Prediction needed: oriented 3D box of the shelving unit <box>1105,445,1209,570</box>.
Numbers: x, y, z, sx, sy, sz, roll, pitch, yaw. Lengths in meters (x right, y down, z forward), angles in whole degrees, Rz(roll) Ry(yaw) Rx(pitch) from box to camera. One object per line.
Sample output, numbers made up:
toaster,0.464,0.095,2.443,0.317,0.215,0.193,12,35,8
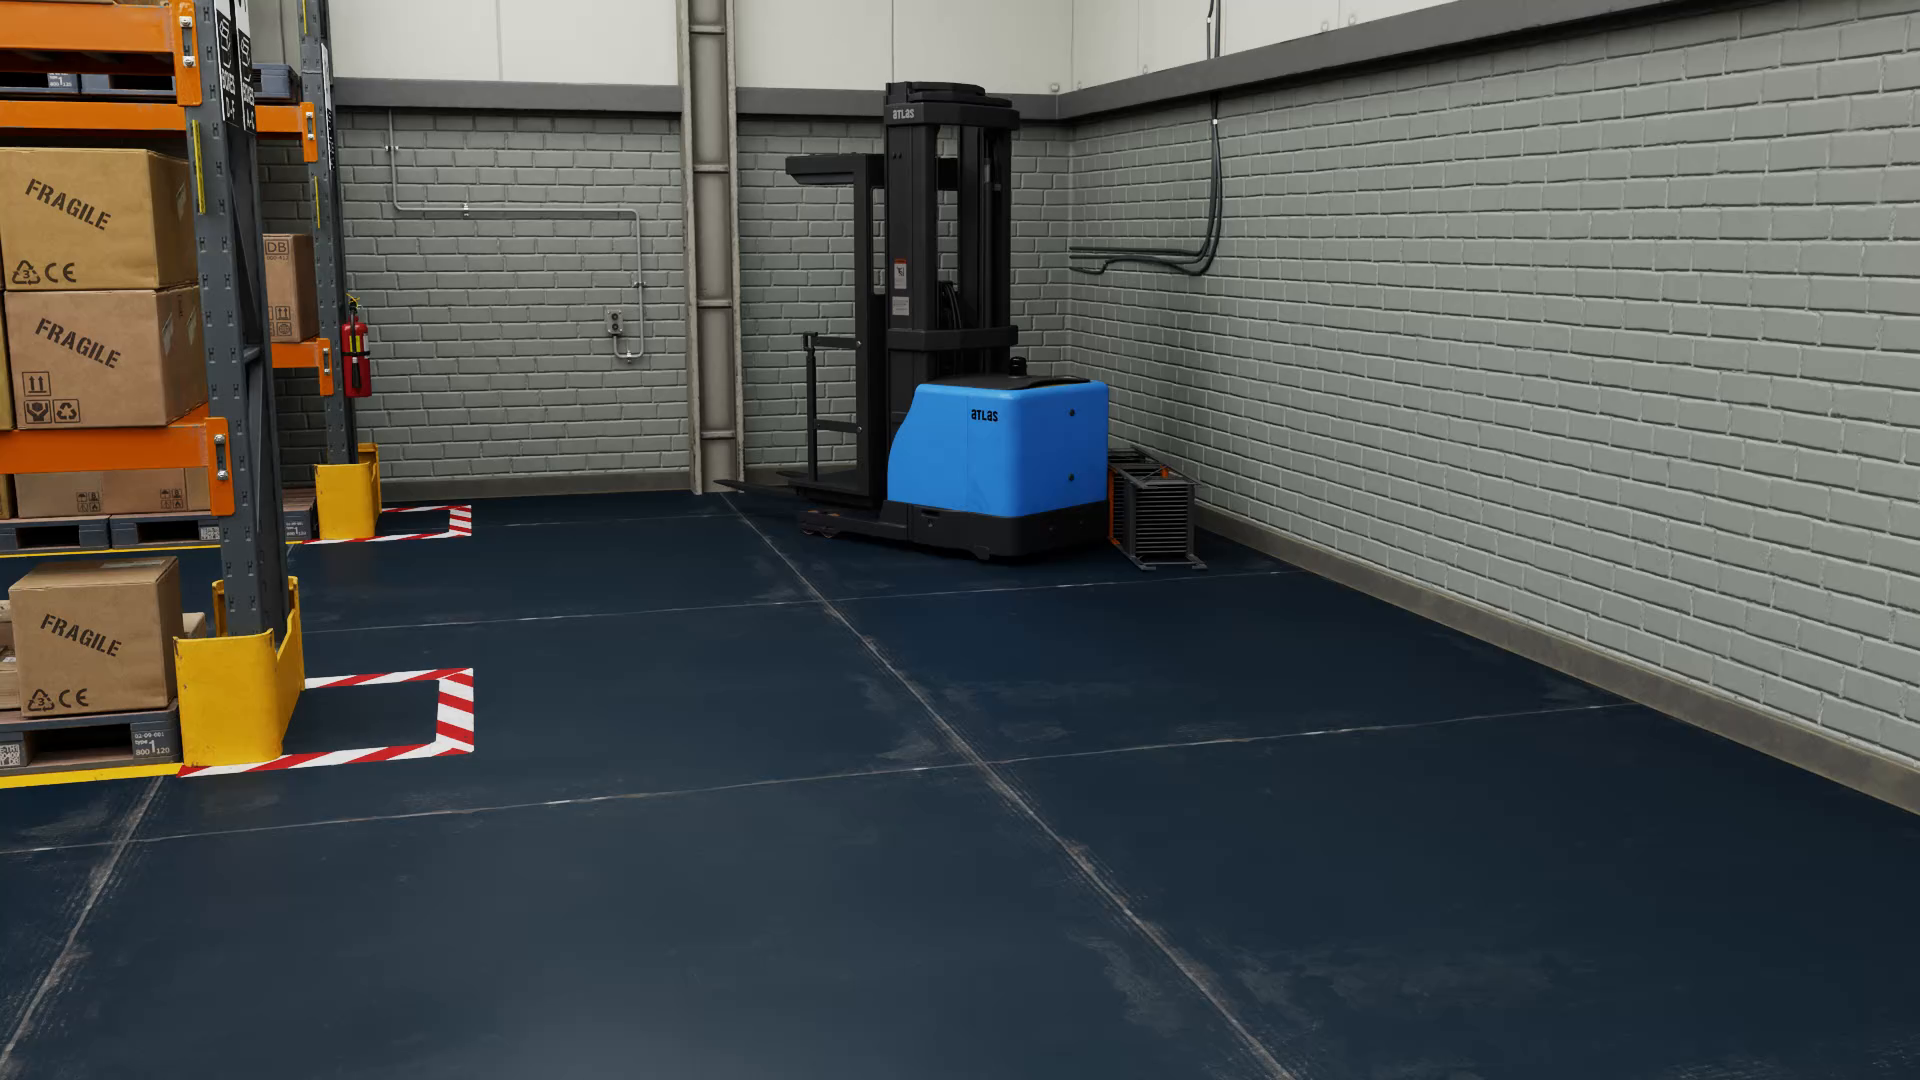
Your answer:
shelving unit,1.173,-0.252,10.974,0.431,0.503,2.100,-1,10,-6

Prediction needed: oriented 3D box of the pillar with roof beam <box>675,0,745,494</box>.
pillar with roof beam,-0.717,-4.069,8.294,0.400,9.000,9.100,-3,11,-16

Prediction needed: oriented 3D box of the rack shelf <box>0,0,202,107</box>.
rack shelf,-4.803,-1.739,5.910,4.000,0.370,1.077,-3,11,-16

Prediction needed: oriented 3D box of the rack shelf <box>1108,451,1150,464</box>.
rack shelf,1.098,-0.370,11.646,0.431,0.480,0.518,-1,10,-6

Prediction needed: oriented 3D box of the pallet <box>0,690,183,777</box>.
pallet,-3.721,0.697,6.678,1.213,0.211,1.003,-3,11,-16

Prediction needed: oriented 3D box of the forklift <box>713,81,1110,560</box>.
forklift,-0.463,-1.517,11.191,3.031,2.935,1.130,9,14,41

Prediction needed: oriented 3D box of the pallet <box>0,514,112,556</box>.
pallet,-6.186,-0.093,10.970,1.213,0.211,1.003,-3,11,-16

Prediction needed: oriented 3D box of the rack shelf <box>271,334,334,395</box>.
rack shelf,-6.191,-1.125,10.859,4.000,0.370,1.077,-3,11,-16

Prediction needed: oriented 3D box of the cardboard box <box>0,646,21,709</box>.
cardboard box,-3.750,0.533,6.475,0.250,0.166,0.380,-3,11,-16

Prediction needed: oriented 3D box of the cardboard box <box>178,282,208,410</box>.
cardboard box,-3.382,-0.791,6.785,0.500,0.500,0.500,-3,11,-15

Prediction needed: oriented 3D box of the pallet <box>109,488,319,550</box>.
pallet,-5.016,-0.154,11.302,1.213,0.211,1.003,-3,11,-16

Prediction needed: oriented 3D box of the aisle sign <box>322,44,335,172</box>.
aisle sign,-4.118,-2.810,10.844,0.004,0.787,0.394,-3,11,-16

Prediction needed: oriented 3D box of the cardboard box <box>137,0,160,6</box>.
cardboard box,-3.447,-2.139,6.508,0.500,0.250,0.500,-3,11,-16

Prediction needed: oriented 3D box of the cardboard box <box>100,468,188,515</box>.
cardboard box,-5.395,-0.479,11.107,0.500,0.500,0.700,-3,11,-16

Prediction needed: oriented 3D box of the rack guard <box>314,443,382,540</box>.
rack guard,-4.248,-0.352,11.576,0.348,0.500,1.175,-3,11,-16

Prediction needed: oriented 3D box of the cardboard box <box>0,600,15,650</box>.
cardboard box,-3.964,0.421,6.857,0.500,0.250,0.500,-3,11,-16

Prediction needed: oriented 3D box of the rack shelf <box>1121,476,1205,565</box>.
rack shelf,1.251,-0.130,10.275,0.431,0.480,0.518,-1,10,-6

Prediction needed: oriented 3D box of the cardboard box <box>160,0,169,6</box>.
cardboard box,-4.897,-3.521,10.511,0.500,0.500,0.500,-3,11,-16

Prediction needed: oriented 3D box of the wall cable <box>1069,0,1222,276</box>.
wall cable,1.260,-3.227,12.299,0.112,2.526,3.097,-3,11,-16

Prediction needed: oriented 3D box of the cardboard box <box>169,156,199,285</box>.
cardboard box,-3.382,-1.283,6.694,0.500,0.500,0.500,-3,11,-14

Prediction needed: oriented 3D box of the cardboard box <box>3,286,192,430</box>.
cardboard box,-3.236,-0.698,6.277,0.500,0.500,0.500,-3,11,-14

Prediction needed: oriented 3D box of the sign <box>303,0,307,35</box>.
sign,-4.132,-3.357,10.482,0.005,0.325,0.100,-3,11,-16

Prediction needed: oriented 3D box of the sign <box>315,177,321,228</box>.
sign,-4.132,-2.171,10.701,0.005,0.325,0.100,-3,11,-16

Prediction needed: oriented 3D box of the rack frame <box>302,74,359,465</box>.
rack frame,-4.271,-1.580,11.343,0.127,3.000,1.000,-3,11,-16

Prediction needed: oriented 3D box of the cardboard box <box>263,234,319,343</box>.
cardboard box,-4.757,-1.700,11.166,0.700,0.700,0.980,-3,11,-13

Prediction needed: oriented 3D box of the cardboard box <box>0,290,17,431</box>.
cardboard box,-3.733,-0.671,6.132,0.500,0.500,0.500,-3,11,-15

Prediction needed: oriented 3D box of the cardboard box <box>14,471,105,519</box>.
cardboard box,-5.878,-0.453,10.968,0.500,0.500,0.700,-3,11,-18

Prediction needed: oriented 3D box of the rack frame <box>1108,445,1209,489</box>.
rack frame,1.173,-0.493,10.932,0.400,0.015,2.100,-1,10,-6

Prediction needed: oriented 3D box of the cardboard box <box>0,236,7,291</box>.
cardboard box,-3.718,-1.164,6.045,0.500,0.500,0.500,-3,11,-14

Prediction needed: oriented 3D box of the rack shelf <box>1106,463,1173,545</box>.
rack shelf,1.175,-0.250,10.960,0.431,0.480,0.518,-1,10,-6

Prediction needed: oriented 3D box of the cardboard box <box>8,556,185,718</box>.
cardboard box,-3.336,0.364,6.471,0.500,0.500,0.500,-3,11,-16

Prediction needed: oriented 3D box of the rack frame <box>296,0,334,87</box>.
rack frame,-4.271,-4.530,10.800,0.127,3.000,1.000,-3,11,-16

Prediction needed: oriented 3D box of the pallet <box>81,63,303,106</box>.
pallet,-4.980,-2.972,10.866,1.213,0.211,1.003,-3,11,-16

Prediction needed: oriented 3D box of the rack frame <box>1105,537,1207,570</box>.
rack frame,1.173,-0.012,11.016,0.400,0.015,2.100,-1,10,-6

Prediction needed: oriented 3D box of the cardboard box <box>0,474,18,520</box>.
cardboard box,-6.388,-0.425,10.815,0.500,0.500,0.700,-3,11,-15

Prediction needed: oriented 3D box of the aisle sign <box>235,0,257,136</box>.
aisle sign,-2.899,-2.052,6.727,0.004,0.787,0.394,-3,11,-16

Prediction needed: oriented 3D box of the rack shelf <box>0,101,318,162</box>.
rack shelf,-6.191,-2.600,10.587,4.000,0.370,1.077,-3,11,-16

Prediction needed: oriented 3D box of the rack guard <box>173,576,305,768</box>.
rack guard,-2.955,0.514,6.872,0.348,0.500,1.175,-3,11,-16

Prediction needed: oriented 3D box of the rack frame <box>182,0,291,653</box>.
rack frame,-2.882,-0.719,6.667,0.127,3.000,1.000,-3,11,-16

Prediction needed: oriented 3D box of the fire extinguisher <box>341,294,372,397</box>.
fire extinguisher,-3.997,-1.286,10.990,0.183,0.674,0.296,-3,11,-16

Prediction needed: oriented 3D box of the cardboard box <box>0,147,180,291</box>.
cardboard box,-3.233,-1.189,6.185,0.500,0.500,0.500,-3,11,-16

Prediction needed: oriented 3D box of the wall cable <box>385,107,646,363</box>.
wall cable,-3.306,-2.309,12.497,1.851,1.984,0.084,-3,11,-16

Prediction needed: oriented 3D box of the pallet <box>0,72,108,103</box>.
pallet,-6.153,-2.910,10.527,1.213,0.211,1.003,-3,11,-16

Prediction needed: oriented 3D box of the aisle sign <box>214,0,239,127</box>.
aisle sign,-2.731,-1.948,6.161,0.004,0.787,0.394,-3,11,-16

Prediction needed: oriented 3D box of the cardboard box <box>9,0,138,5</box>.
cardboard box,-3.302,-2.049,6.019,0.500,0.250,0.500,-3,11,-16

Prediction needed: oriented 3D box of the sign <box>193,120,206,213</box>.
sign,-2.747,-1.346,6.004,0.005,0.325,0.100,-3,11,-16

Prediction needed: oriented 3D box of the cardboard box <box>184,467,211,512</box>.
cardboard box,-4.915,-0.504,11.245,0.500,0.500,0.700,-3,11,-16

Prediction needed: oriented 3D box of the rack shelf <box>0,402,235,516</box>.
rack shelf,-4.803,-0.264,6.182,4.000,0.370,1.077,-3,11,-16

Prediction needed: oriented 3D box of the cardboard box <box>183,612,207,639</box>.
cardboard box,-3.381,0.428,7.094,0.250,0.149,0.380,-3,11,-16
